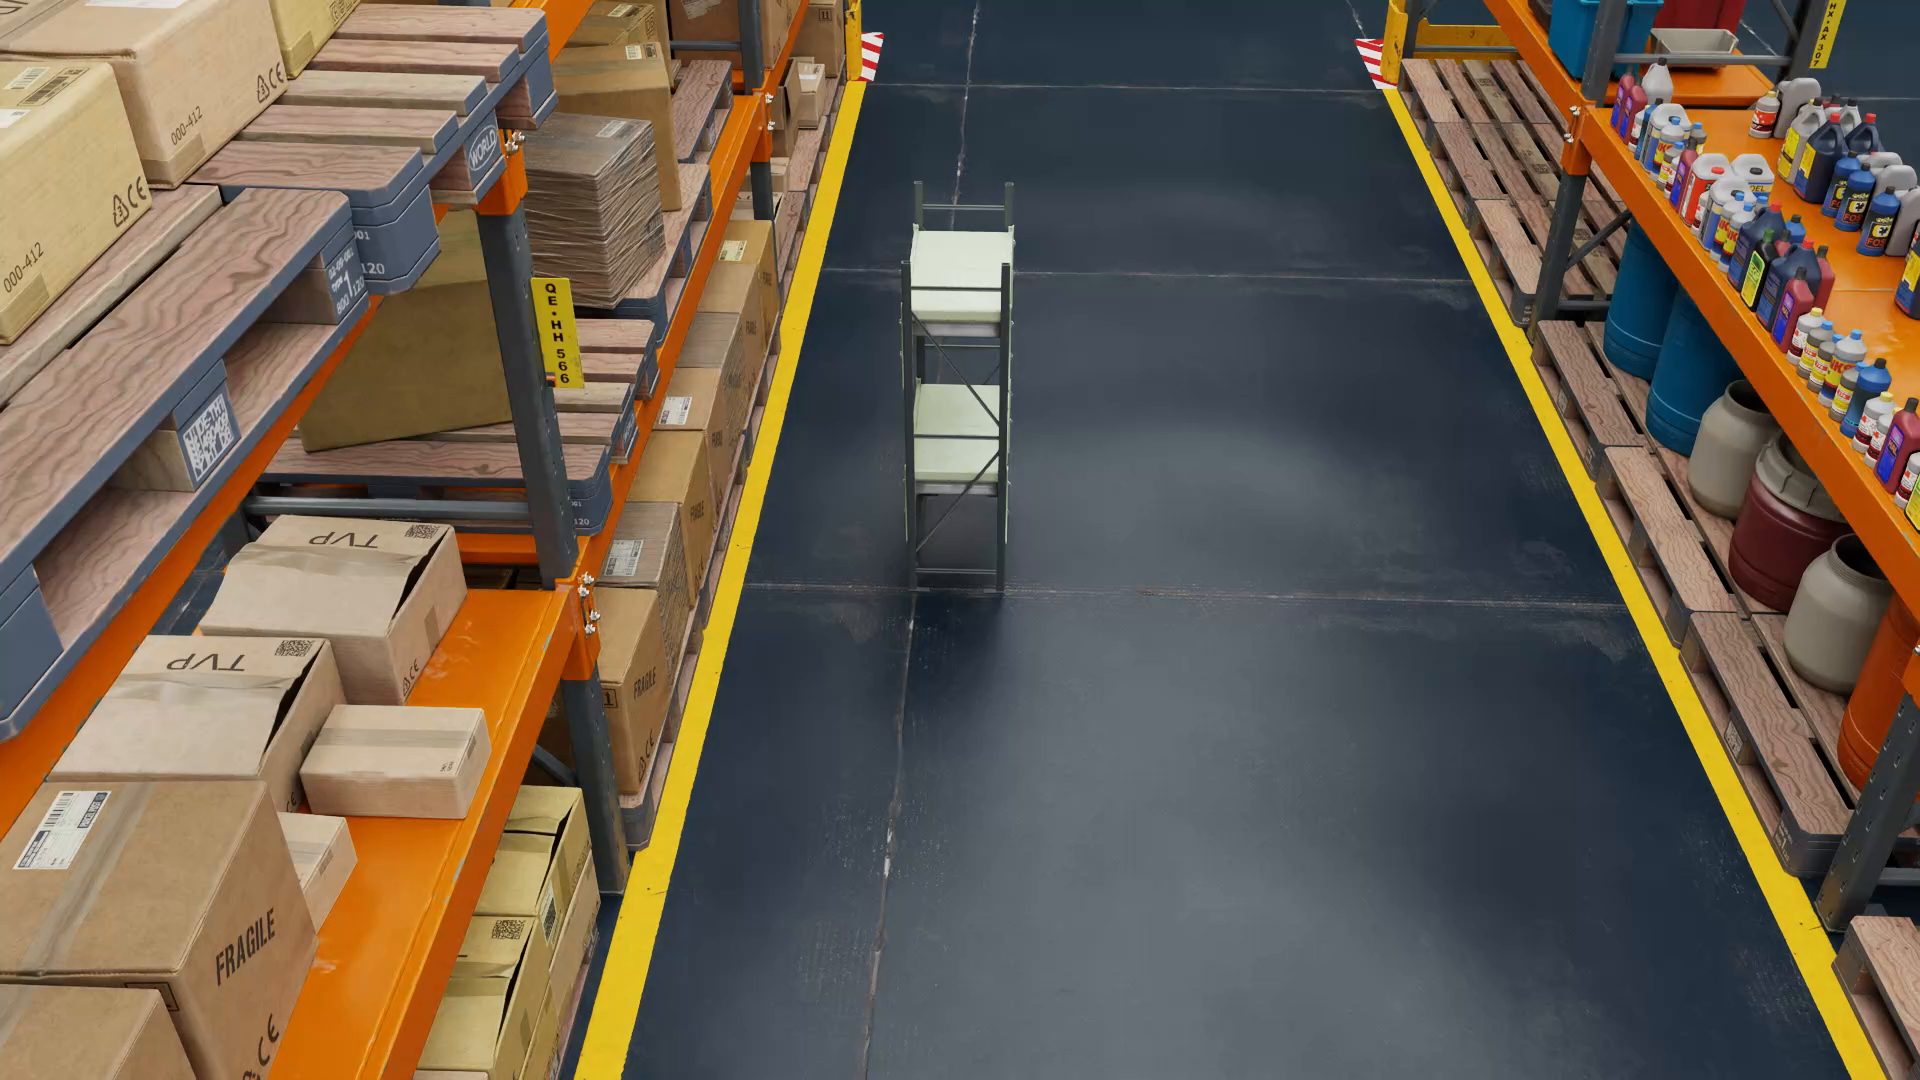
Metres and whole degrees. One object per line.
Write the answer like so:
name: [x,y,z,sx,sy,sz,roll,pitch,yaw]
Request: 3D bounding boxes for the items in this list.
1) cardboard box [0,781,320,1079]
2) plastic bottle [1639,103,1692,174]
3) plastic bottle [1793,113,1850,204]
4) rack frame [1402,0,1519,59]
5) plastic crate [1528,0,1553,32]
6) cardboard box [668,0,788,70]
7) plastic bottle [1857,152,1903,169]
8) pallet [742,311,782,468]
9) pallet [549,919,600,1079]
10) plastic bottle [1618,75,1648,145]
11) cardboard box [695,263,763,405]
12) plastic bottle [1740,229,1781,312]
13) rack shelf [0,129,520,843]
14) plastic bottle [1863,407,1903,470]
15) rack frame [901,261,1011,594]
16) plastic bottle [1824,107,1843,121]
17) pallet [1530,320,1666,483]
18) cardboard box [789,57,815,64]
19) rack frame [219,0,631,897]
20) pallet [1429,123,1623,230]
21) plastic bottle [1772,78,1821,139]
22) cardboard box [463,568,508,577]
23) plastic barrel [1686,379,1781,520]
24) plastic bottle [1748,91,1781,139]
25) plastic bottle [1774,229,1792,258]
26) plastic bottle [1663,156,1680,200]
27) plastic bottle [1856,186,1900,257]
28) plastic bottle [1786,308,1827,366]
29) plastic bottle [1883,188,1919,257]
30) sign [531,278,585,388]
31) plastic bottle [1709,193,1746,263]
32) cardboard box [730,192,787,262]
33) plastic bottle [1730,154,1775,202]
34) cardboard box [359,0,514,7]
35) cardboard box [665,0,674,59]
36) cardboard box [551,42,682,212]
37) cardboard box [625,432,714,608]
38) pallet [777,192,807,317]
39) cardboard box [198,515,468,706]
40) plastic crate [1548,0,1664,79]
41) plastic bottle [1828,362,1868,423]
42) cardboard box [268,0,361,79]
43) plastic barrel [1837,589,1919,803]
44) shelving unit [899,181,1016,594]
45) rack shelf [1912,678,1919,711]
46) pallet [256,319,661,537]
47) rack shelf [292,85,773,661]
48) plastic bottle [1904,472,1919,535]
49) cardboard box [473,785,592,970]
cardboard box: [-1.672,0.840,3.358,0.500,0.500,0.500,0,35,-1]
plastic bottle: [3.075,-1.746,7.234,0.152,0.276,0.135,1,35,2]
plastic bottle: [3.628,-1.606,6.969,0.144,0.351,0.185,1,35,2]
rack frame: [3.650,-4.563,11.134,1.000,3.000,0.127,1,35,2]
plastic crate: [3.266,-2.826,8.849,0.437,0.125,0.590,1,35,2]
cardboard box: [-1.167,-2.709,8.408,0.500,0.500,0.500,2,35,3]
plastic bottle: [3.762,-1.480,6.856,0.152,0.276,0.135,1,35,2]
pallet: [-1.455,-0.772,8.165,1.003,0.211,1.213,1,35,2]
pallet: [-1.693,1.530,4.890,1.003,0.211,1.213,1,35,2]
plastic bottle: [3.043,-1.939,7.502,0.061,0.283,0.133,1,35,2]
cardboard box: [-1.222,-0.964,7.805,0.500,0.500,0.500,1,35,2]
plastic bottle: [2.977,-1.001,6.166,0.061,0.283,0.133,1,35,2]
rack shelf: [-1.701,0.133,2.469,1.077,0.370,4.000,1,35,2]
plastic bottle: [2.951,-0.326,5.278,0.097,0.201,0.097,0,35,0]
rack frame: [-0.015,-0.399,6.514,0.400,1.500,0.023,1,35,2]
plastic bottle: [3.782,-1.770,7.268,0.152,0.276,0.135,1,35,2]
pallet: [3.417,-0.681,8.036,1.003,0.211,1.213,1,35,2]
cardboard box: [-1.181,-3.151,11.207,0.380,0.166,0.250,1,35,2]
rack frame: [-1.620,-0.083,4.759,1.000,3.000,0.127,1,35,2]
pallet: [3.526,-2.250,10.268,1.003,0.211,1.213,1,35,2]
plastic bottle: [3.797,-1.980,7.566,0.152,0.276,0.135,1,35,2]
cardboard box: [-1.819,-0.122,5.955,0.500,0.250,0.500,3,35,4]
plastic barrel: [3.310,-0.377,6.976,0.421,0.512,0.421,0,35,0]
plastic bottle: [3.671,-1.942,7.577,0.097,0.201,0.097,0,35,0]
plastic bottle: [3.038,-0.999,6.164,0.061,0.283,0.133,1,35,2]
plastic bottle: [3.036,-1.538,7.003,0.097,0.201,0.097,0,35,0]
plastic bottle: [3.622,-1.260,6.546,0.097,0.271,0.097,0,35,0]
plastic bottle: [2.978,-0.717,5.835,0.097,0.201,0.097,0,35,0]
plastic bottle: [3.747,-1.270,6.556,0.152,0.276,0.135,1,35,2]
sign: [-1.066,-0.546,4.411,0.100,0.325,0.005,1,35,2]
plastic bottle: [3.012,-1.224,6.494,0.097,0.271,0.097,0,35,0]
cardboard box: [-1.227,-1.697,9.012,0.500,0.311,0.500,1,35,2]
plastic bottle: [3.205,-1.421,6.771,0.152,0.276,0.135,1,35,2]
cardboard box: [-1.637,-1.603,4.226,0.910,0.500,0.500,1,35,2]
cardboard box: [-1.696,-2.715,8.418,0.500,0.500,0.500,2,35,3]
cardboard box: [-1.469,-1.577,6.434,0.700,0.500,0.500,-7,36,-10]
cardboard box: [-1.276,-0.084,6.552,0.500,0.500,0.500,1,35,1]
pallet: [-1.431,-1.635,9.393,1.003,0.211,1.213,1,35,2]
cardboard box: [-1.679,0.161,4.489,0.500,0.311,0.500,3,35,5]
plastic crate: [3.167,-2.559,8.244,0.392,0.384,0.575,1,35,2]
plastic bottle: [2.963,-0.494,5.517,0.097,0.201,0.097,0,35,0]
cardboard box: [-1.582,-1.159,3.447,0.500,0.250,0.500,-1,35,-2]
plastic barrel: [3.331,0.468,5.497,0.600,0.830,0.708,1,35,2]
shelving unit: [0.000,-0.610,6.813,0.431,1.500,0.755,1,35,2]
rack shelf: [3.248,1.477,3.165,1.077,0.370,4.000,1,35,2]
pallet: [-1.663,-0.396,5.371,1.213,0.211,1.003,1,35,2]
rack shelf: [-1.540,-0.938,6.601,1.077,0.370,4.000,1,35,2]
plastic bottle: [2.919,-0.161,4.972,0.061,0.283,0.133,1,35,2]
cardboard box: [-1.395,0.947,4.832,0.500,0.311,0.500,2,35,3]
